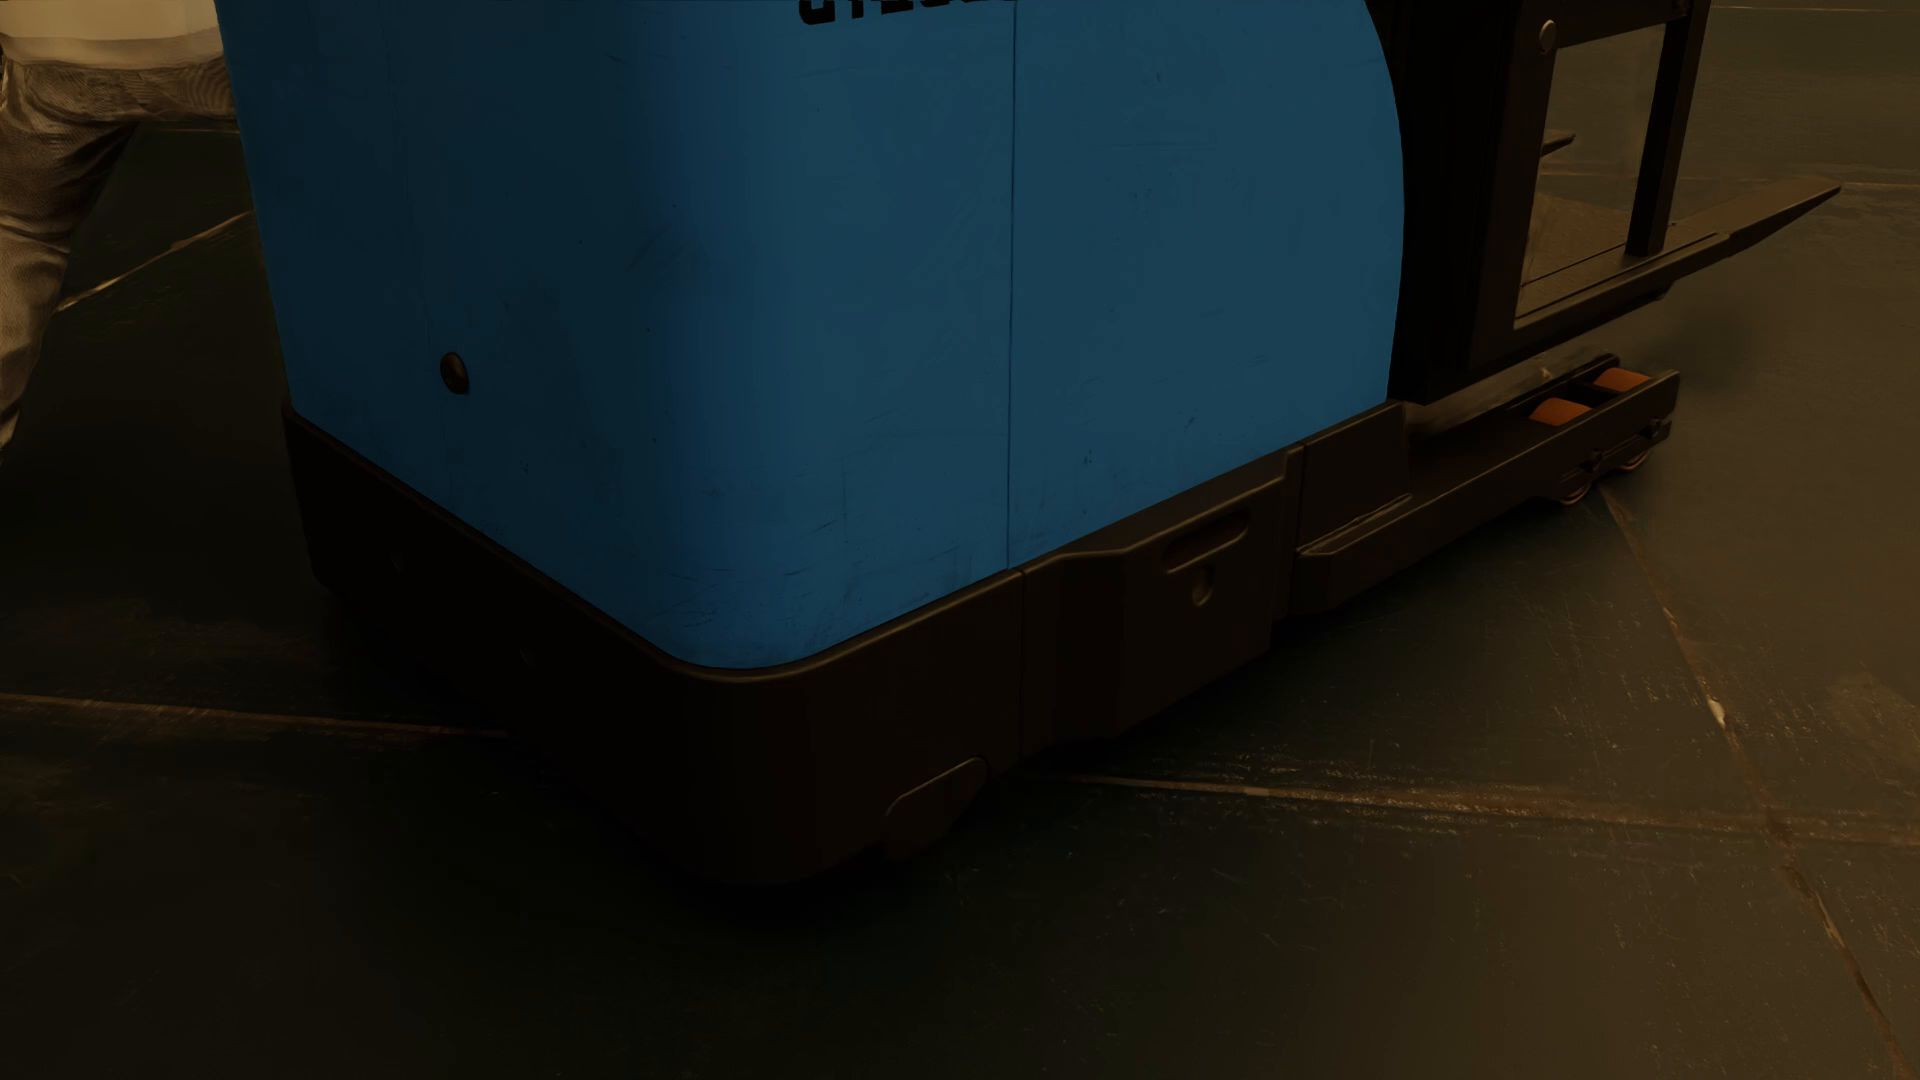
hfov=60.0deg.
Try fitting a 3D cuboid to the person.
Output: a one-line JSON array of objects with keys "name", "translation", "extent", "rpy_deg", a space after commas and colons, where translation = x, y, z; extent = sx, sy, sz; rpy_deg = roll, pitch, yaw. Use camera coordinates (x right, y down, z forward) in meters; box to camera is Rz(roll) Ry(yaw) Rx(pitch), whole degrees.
[{"name": "person", "translation": [-1.184, -0.844, 2.444], "extent": [1.022, 1.650, 0.900], "rpy_deg": [5, 27, 10]}]

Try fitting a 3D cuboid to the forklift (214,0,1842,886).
[{"name": "forklift", "translation": [0.535, -1.517, 2.257], "extent": [3.031, 2.935, 1.130], "rpy_deg": [-23, 34, -38]}]
